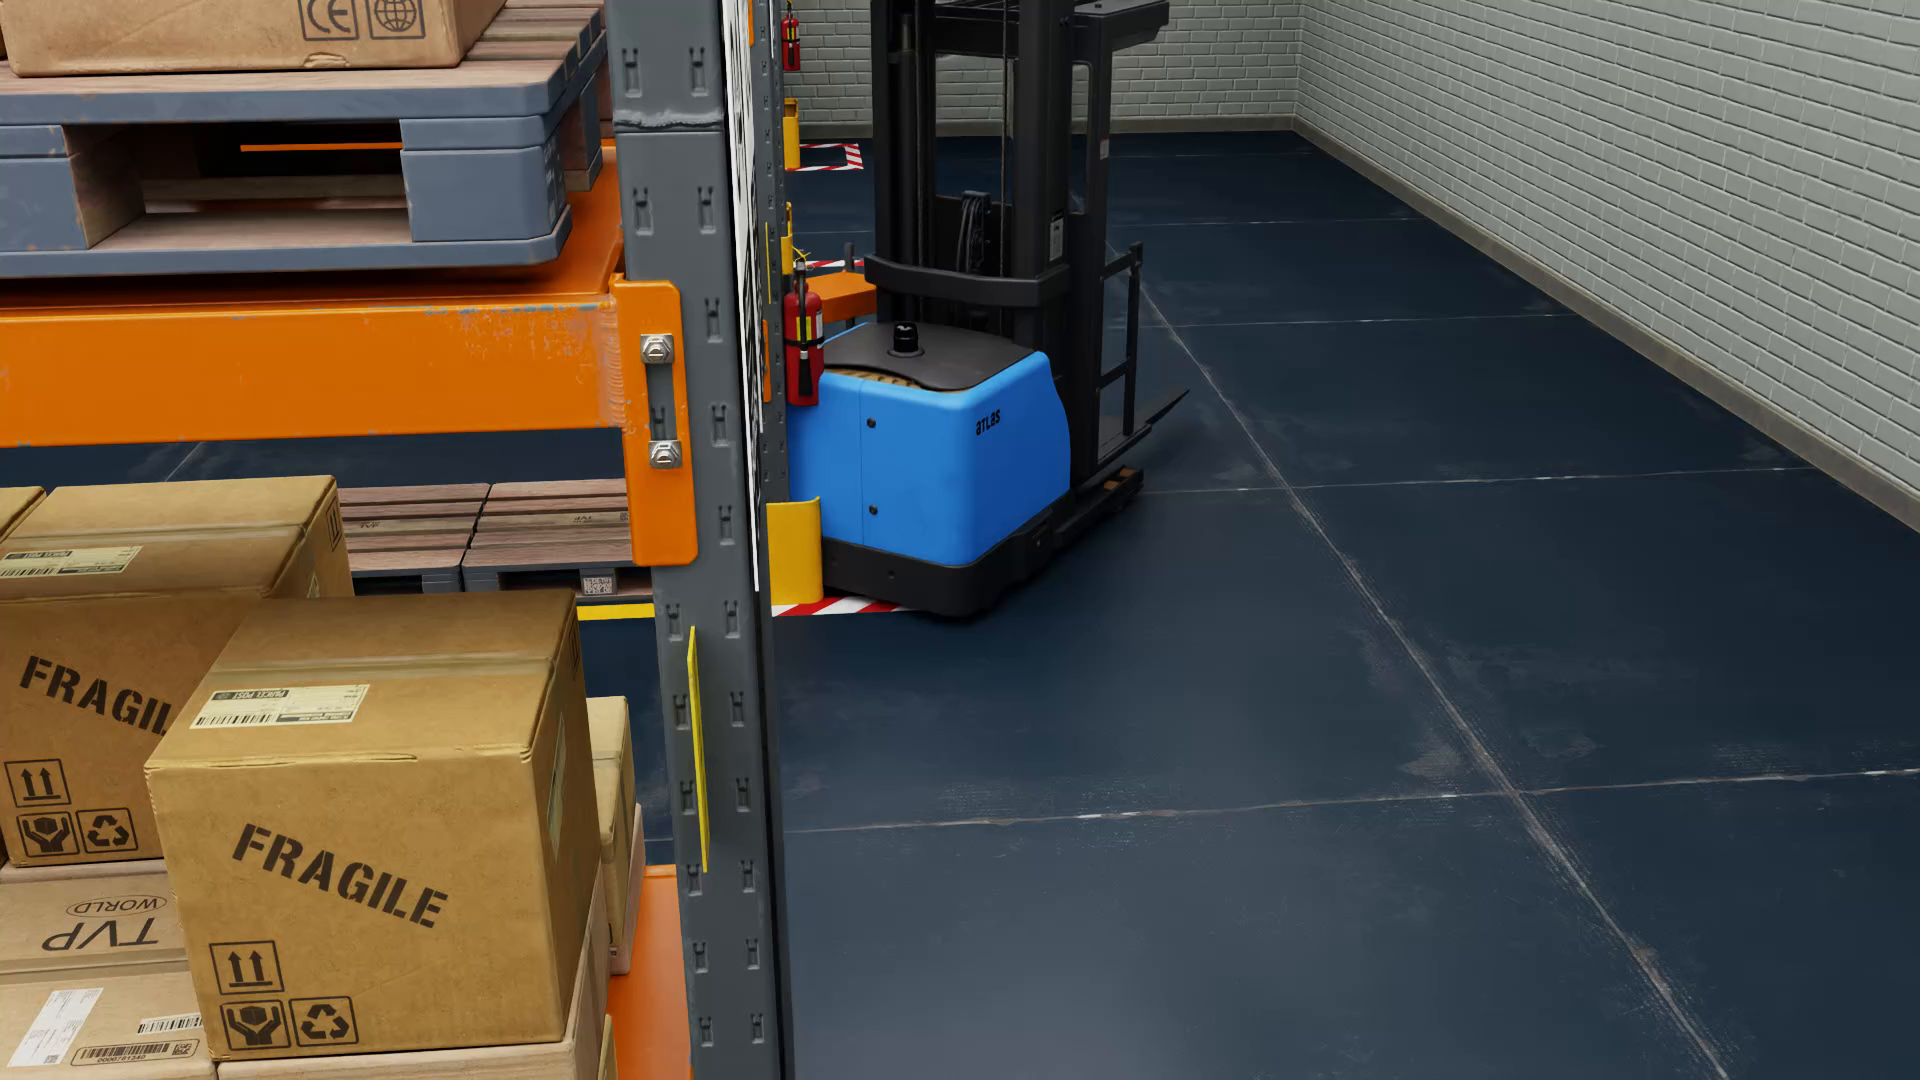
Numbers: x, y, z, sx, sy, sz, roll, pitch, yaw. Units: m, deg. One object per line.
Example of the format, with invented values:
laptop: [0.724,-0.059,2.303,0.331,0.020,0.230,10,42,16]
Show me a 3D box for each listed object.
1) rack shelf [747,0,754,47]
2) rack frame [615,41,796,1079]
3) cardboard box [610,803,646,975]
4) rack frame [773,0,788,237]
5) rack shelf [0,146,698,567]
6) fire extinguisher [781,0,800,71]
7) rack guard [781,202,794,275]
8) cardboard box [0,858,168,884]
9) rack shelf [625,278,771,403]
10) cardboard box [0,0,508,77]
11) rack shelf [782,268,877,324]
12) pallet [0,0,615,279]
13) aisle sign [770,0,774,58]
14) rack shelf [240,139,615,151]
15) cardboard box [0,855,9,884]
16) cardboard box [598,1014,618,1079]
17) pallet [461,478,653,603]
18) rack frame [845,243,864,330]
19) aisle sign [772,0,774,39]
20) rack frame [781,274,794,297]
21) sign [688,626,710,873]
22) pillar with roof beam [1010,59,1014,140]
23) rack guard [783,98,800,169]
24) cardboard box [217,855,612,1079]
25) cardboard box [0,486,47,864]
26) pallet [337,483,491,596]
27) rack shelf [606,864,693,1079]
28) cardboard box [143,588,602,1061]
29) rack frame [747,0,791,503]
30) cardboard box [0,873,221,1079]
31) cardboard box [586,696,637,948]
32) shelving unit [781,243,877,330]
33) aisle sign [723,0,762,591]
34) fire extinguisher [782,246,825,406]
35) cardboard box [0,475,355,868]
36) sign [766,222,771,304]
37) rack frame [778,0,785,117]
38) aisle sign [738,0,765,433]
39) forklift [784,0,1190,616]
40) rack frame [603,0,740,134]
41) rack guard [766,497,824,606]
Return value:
rack shelf: [-2.863,-2.267,6.850,4.000,0.370,1.077,-2,24,-5]
rack frame: [-0.386,0.697,2.989,0.127,3.000,1.000,-2,24,-5]
cardboard box: [-0.772,0.693,3.308,0.250,0.149,0.380,-2,24,-5]
rack frame: [-1.356,-3.307,11.998,0.127,3.000,1.000,-2,24,-5]
rack shelf: [-2.376,-0.265,2.346,4.000,0.370,1.077,-2,24,-5]
fire extinguisher: [-1.651,-4.923,16.188,0.183,0.674,0.296,-2,24,-5]
rack guard: [-1.432,-2.162,12.499,0.348,0.500,1.175,-2,24,-5]
cardboard box: [-1.407,0.563,3.109,0.500,0.250,0.500,-3,24,-6]
rack shelf: [-2.863,-0.896,7.460,4.000,0.370,1.077,-2,24,-5]
cardboard box: [-0.898,-0.915,2.158,0.500,0.500,0.700,-4,24,-8]
rack shelf: [-0.708,-1.173,8.509,0.538,0.278,1.000,13,22,33]
pallet: [-1.123,-0.599,2.322,1.213,0.211,1.003,-2,24,-5]
aisle sign: [-0.773,-2.377,6.705,0.004,0.787,0.394,-2,24,-5]
rack shelf: [-3.346,-2.899,11.964,4.000,0.370,1.077,-2,24,-5]
cardboard box: [-1.907,0.582,3.067,0.500,0.250,0.500,-3,24,-7]
cardboard box: [-0.708,0.959,2.709,0.250,0.149,0.380,-2,24,-4]
pallet: [-1.697,-0.014,8.021,1.213,0.211,1.003,-2,24,-5]
rack frame: [-0.414,-1.019,8.993,0.500,1.125,0.032,13,22,33]
aisle sign: [-0.831,-2.616,7.242,0.004,0.787,0.394,-2,24,-5]
rack frame: [-1.006,-0.770,8.204,0.500,1.125,0.032,13,22,33]
sign: [-0.347,0.279,2.211,0.005,0.325,0.100,-2,24,-5]
pillar with roof beam: [1.178,-6.768,12.398,0.400,9.000,9.100,-2,24,-5]
rack guard: [-1.823,-4.168,17.012,0.348,0.500,1.175,-2,24,-5]
cardboard box: [-0.842,0.756,2.674,0.500,0.250,0.500,-3,24,-6]
cardboard box: [-1.903,0.240,2.912,0.500,0.500,0.500,-3,24,-7]
pallet: [-2.909,0.034,7.914,1.213,0.211,1.003,-2,24,-5]
rack shelf: [-2.376,1.105,2.955,4.000,0.370,1.077,-2,24,-5]
cardboard box: [-0.845,0.413,2.524,0.500,0.500,0.500,-2,24,-4]
rack frame: [-0.873,-1.305,7.493,0.127,3.000,1.000,-2,24,-5]
cardboard box: [-1.347,0.776,2.629,0.500,0.250,0.500,-3,24,-6]
cardboard box: [-0.890,0.540,3.161,0.500,0.250,0.500,-3,24,-7]
shelving unit: [-0.710,-0.894,8.598,0.538,1.125,1.048,13,22,33]
aisle sign: [-0.285,-0.373,2.195,0.004,0.787,0.394,-2,24,-5]
fire extinguisher: [-0.678,-0.922,7.185,0.183,0.674,0.296,-2,24,-5]
cardboard box: [-1.388,0.217,2.964,0.500,0.500,0.500,-3,24,-6]
sign: [-0.803,-1.158,6.961,0.005,0.325,0.100,-2,24,-5]
rack frame: [-1.847,-5.309,16.502,0.127,3.000,1.000,-2,24,-5]
aisle sign: [-0.344,-0.615,2.740,0.004,0.787,0.394,-2,24,-5]
forklift: [0.308,-1.561,8.153,1.130,2.935,3.031,13,27,27]
rack frame: [-0.386,-2.044,1.770,0.127,3.000,1.000,-2,24,-5]
rack guard: [-0.850,-0.169,8.015,0.348,0.500,1.175,-2,24,-5]
